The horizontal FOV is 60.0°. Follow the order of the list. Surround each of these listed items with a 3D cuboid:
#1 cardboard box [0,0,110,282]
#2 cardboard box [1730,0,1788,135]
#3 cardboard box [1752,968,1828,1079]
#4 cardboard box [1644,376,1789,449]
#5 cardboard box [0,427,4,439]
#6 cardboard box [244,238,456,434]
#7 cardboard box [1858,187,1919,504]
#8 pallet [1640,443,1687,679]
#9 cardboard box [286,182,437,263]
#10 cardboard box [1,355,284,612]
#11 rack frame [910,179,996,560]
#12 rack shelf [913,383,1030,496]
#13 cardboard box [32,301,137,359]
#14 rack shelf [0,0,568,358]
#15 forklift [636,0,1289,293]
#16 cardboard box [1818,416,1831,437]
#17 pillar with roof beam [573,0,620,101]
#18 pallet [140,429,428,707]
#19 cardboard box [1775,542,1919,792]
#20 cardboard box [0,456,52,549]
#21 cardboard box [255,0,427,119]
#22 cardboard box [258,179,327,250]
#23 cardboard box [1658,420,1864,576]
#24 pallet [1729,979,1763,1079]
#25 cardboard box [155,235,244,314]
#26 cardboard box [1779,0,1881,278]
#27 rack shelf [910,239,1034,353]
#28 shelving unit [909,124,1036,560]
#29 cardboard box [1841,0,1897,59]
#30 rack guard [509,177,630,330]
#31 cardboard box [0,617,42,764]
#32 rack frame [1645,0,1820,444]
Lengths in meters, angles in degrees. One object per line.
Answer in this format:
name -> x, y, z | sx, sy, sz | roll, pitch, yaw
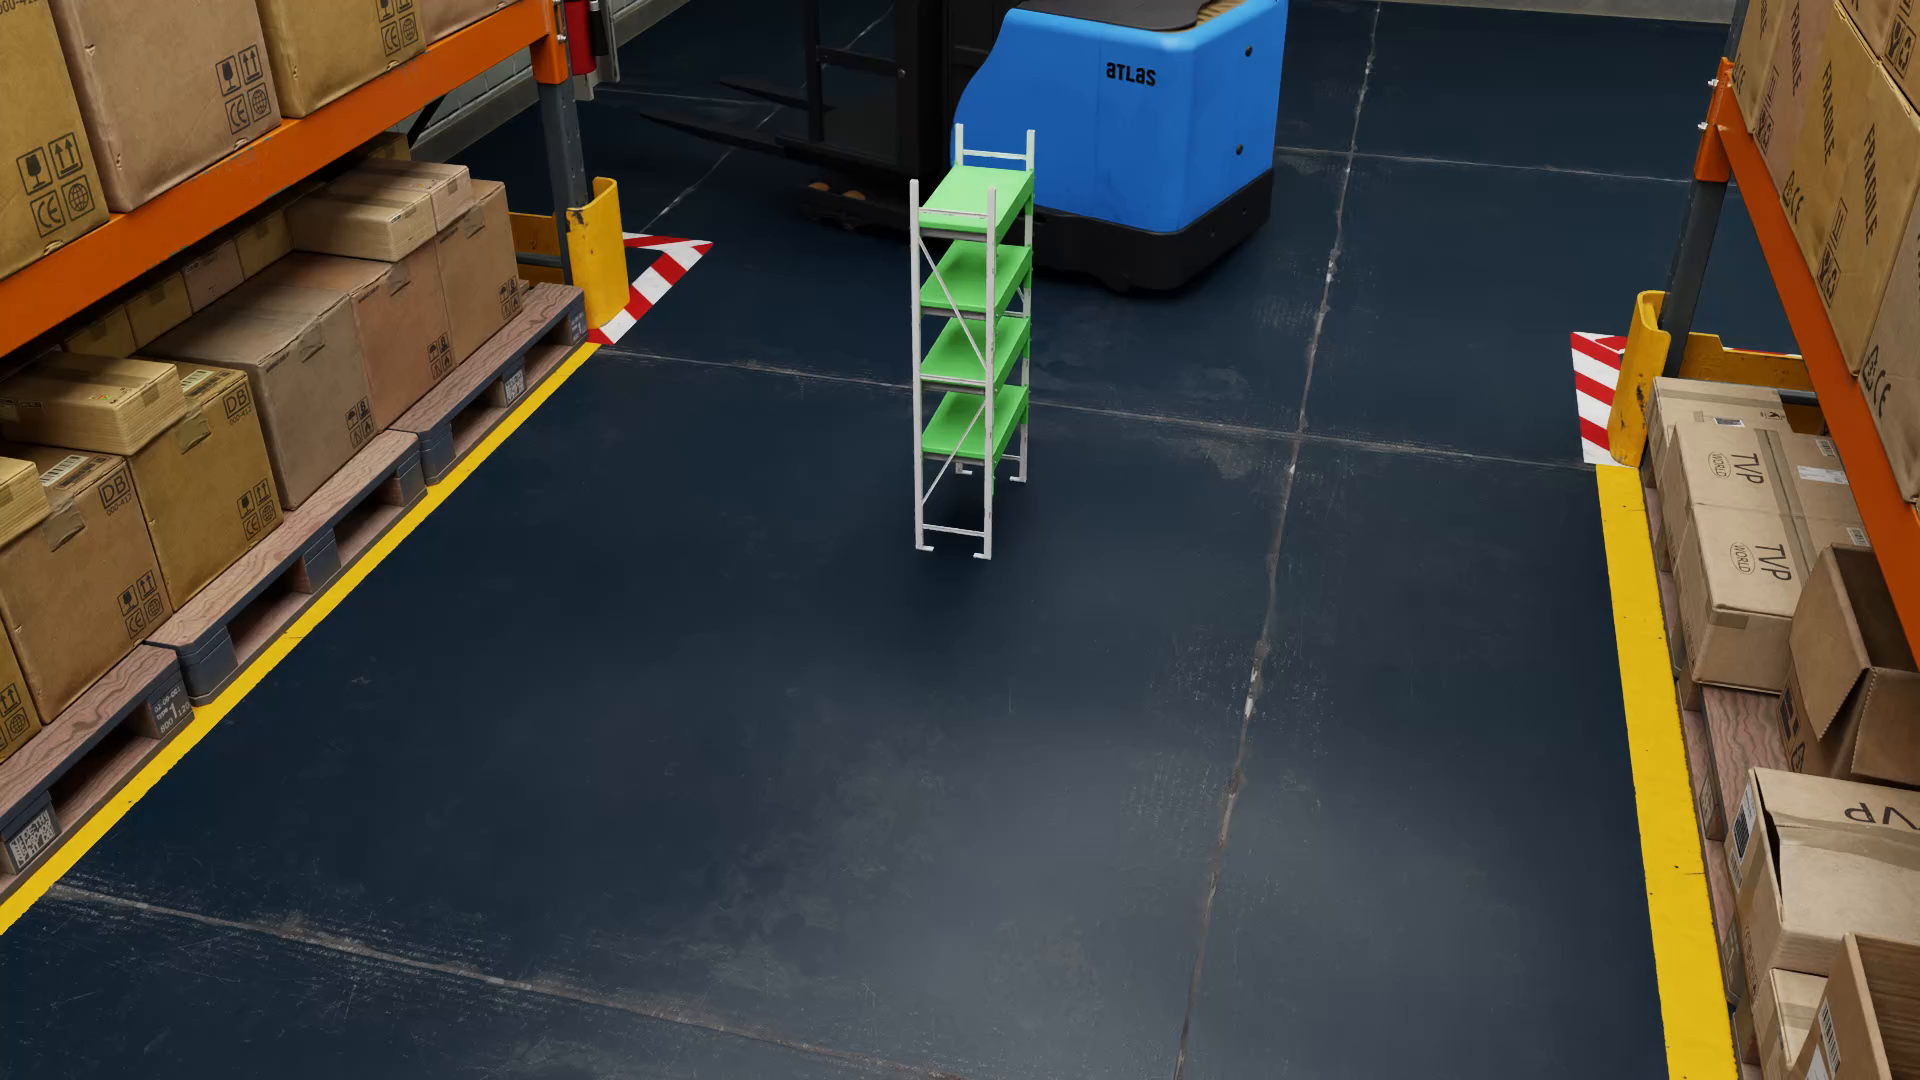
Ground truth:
cardboard box -> -2.618, -0.951, 3.671 | 0.980, 0.700, 0.700 | 7, 33, 11
cardboard box -> 2.478, -1.418, 4.592 | 0.500, 0.500, 0.500 | 9, 33, 13
cardboard box -> 1.738, 0.986, 3.151 | 0.380, 0.149, 0.250 | 8, 33, 12
cardboard box -> 2.407, -0.383, 5.303 | 0.380, 0.149, 0.250 | 8, 33, 12
cardboard box -> -2.704, -0.300, 4.260 | 0.380, 0.149, 0.250 | 7, 33, 11
cardboard box -> -2.155, -0.729, 5.539 | 0.700, 0.500, 0.500 | 8, 33, 12
cardboard box -> 1.967, -0.366, 2.936 | 0.500, 0.500, 0.500 | 9, 33, 13
pallet -> 2.625, 0.060, 4.960 | 1.003, 0.211, 1.213 | 8, 33, 12
cardboard box -> -1.948, -1.038, 5.421 | 0.380, 0.149, 0.250 | 9, 34, 14
cardboard box -> -2.410, -0.190, 4.692 | 0.700, 0.500, 0.500 | 9, 33, 14
rack frame -> -0.020, -0.466, 4.864 | 0.240, 1.200, 0.015 | 8, 33, 12
rack shelf -> 0.042, -0.336, 5.226 | 0.258, 0.148, 0.480 | 8, 33, 12
cardboard box -> -2.574, -0.565, 4.677 | 0.380, 0.149, 0.250 | 7, 33, 12
rack shelf -> -2.454, -0.902, 4.543 | 1.077, 0.370, 4.000 | 8, 33, 12
forklift -> -0.138, -2.842, 6.988 | 3.031, 2.935, 1.130 | 19, 37, 28
cardboard box -> 2.946, -0.386, 4.980 | 0.500, 0.500, 0.500 | 8, 33, 12
pillar with roof beam -> 2.066, -5.707, 5.840 | 9.100, 9.000, 0.400 | 8, 33, 12
pallet -> -2.386, -0.010, 5.068 | 1.003, 0.211, 1.213 | 8, 33, 12
cardboard box -> 2.302, 0.397, 3.746 | 0.797, 0.503, 0.637 | 8, 33, 12
cardboard box -> -2.410, -0.090, 3.930 | 0.380, 0.149, 0.250 | 9, 34, 14
cardboard box -> -2.240, -1.725, 4.887 | 0.980, 0.700, 0.700 | 8, 33, 12
cardboard box -> -2.317, -1.091, 5.505 | 0.380, 0.149, 0.250 | 8, 33, 12
cardboard box -> 2.306, -0.093, 4.753 | 0.500, 0.250, 0.500 | 8, 33, 12
pallet -> 2.006, 1.326, 2.968 | 1.003, 0.211, 1.213 | 8, 33, 12
cardboard box -> -2.445, -0.829, 5.093 | 0.380, 0.149, 0.250 | 8, 33, 13
cardboard box -> 2.222, -0.890, 3.761 | 0.500, 0.500, 0.500 | 8, 33, 12
rack shelf -> 0.042, -0.741, 4.969 | 0.258, 0.148, 0.480 | 8, 33, 12
shelving unit -> 0.042, -0.592, 5.063 | 0.258, 1.200, 0.503 | 8, 33, 12
cardboard box -> 2.221, -1.309, 3.488 | 0.500, 0.500, 0.500 | 8, 33, 13
rack guard -> -1.941, -1.201, 6.673 | 1.175, 0.500, 0.348 | 8, 33, 12
cardboard box -> -2.673, 0.336, 3.864 | 0.700, 0.500, 0.500 | 8, 33, 13
rack frame -> 2.846, -1.571, 4.924 | 1.000, 3.000, 0.127 | 8, 33, 12
